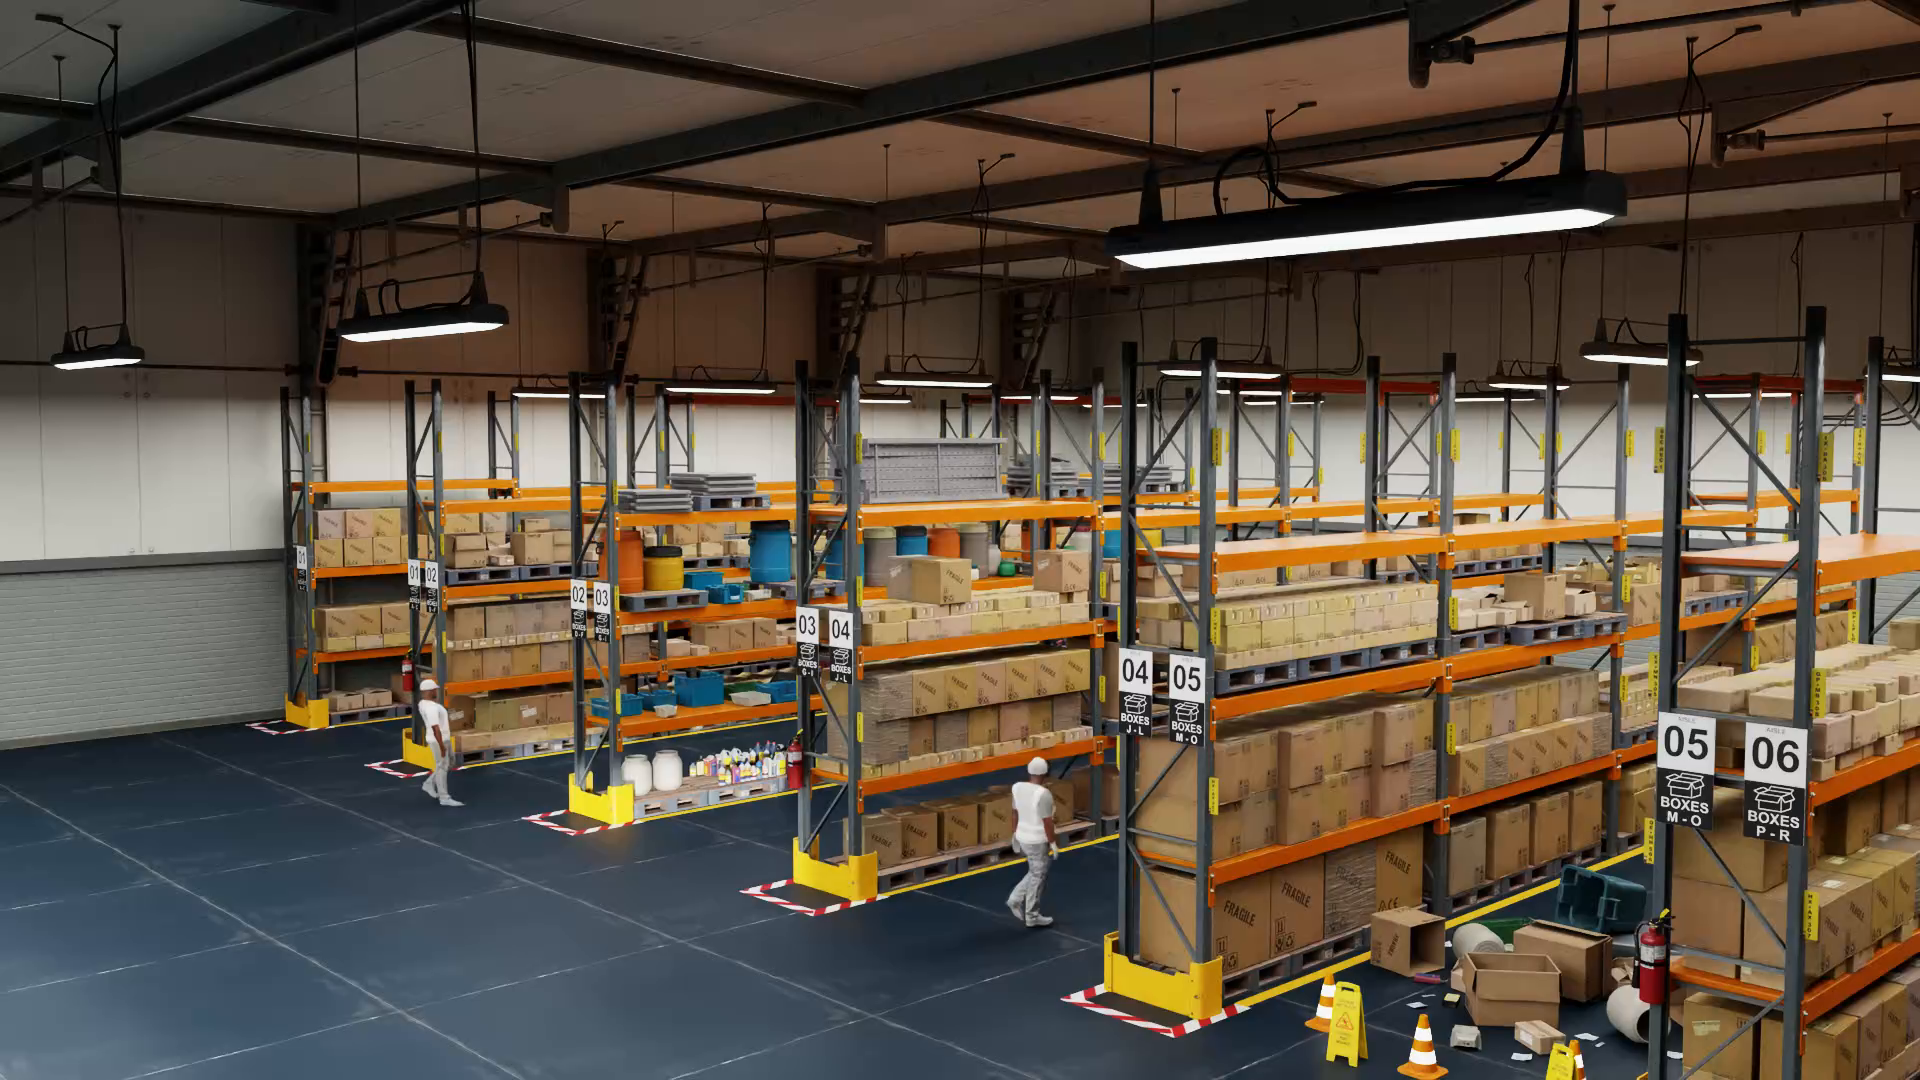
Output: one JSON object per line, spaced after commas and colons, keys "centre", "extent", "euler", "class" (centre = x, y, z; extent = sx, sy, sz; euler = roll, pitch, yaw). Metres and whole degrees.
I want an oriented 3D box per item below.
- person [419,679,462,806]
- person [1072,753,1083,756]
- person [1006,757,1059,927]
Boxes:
{"centre": [-7.258, 2.817, 23.243], "extent": [0.601, 1.758, 0.658], "euler": [-1, 4, -8], "class": "person"}
{"centre": [2.005, 2.639, 26.576], "extent": [0.468, 1.682, 0.411], "euler": [-1, 4, -13], "class": "person"}
{"centre": [0.781, 3.146, 17.362], "extent": [0.463, 1.780, 0.517], "euler": [-1, 4, -14], "class": "person"}
